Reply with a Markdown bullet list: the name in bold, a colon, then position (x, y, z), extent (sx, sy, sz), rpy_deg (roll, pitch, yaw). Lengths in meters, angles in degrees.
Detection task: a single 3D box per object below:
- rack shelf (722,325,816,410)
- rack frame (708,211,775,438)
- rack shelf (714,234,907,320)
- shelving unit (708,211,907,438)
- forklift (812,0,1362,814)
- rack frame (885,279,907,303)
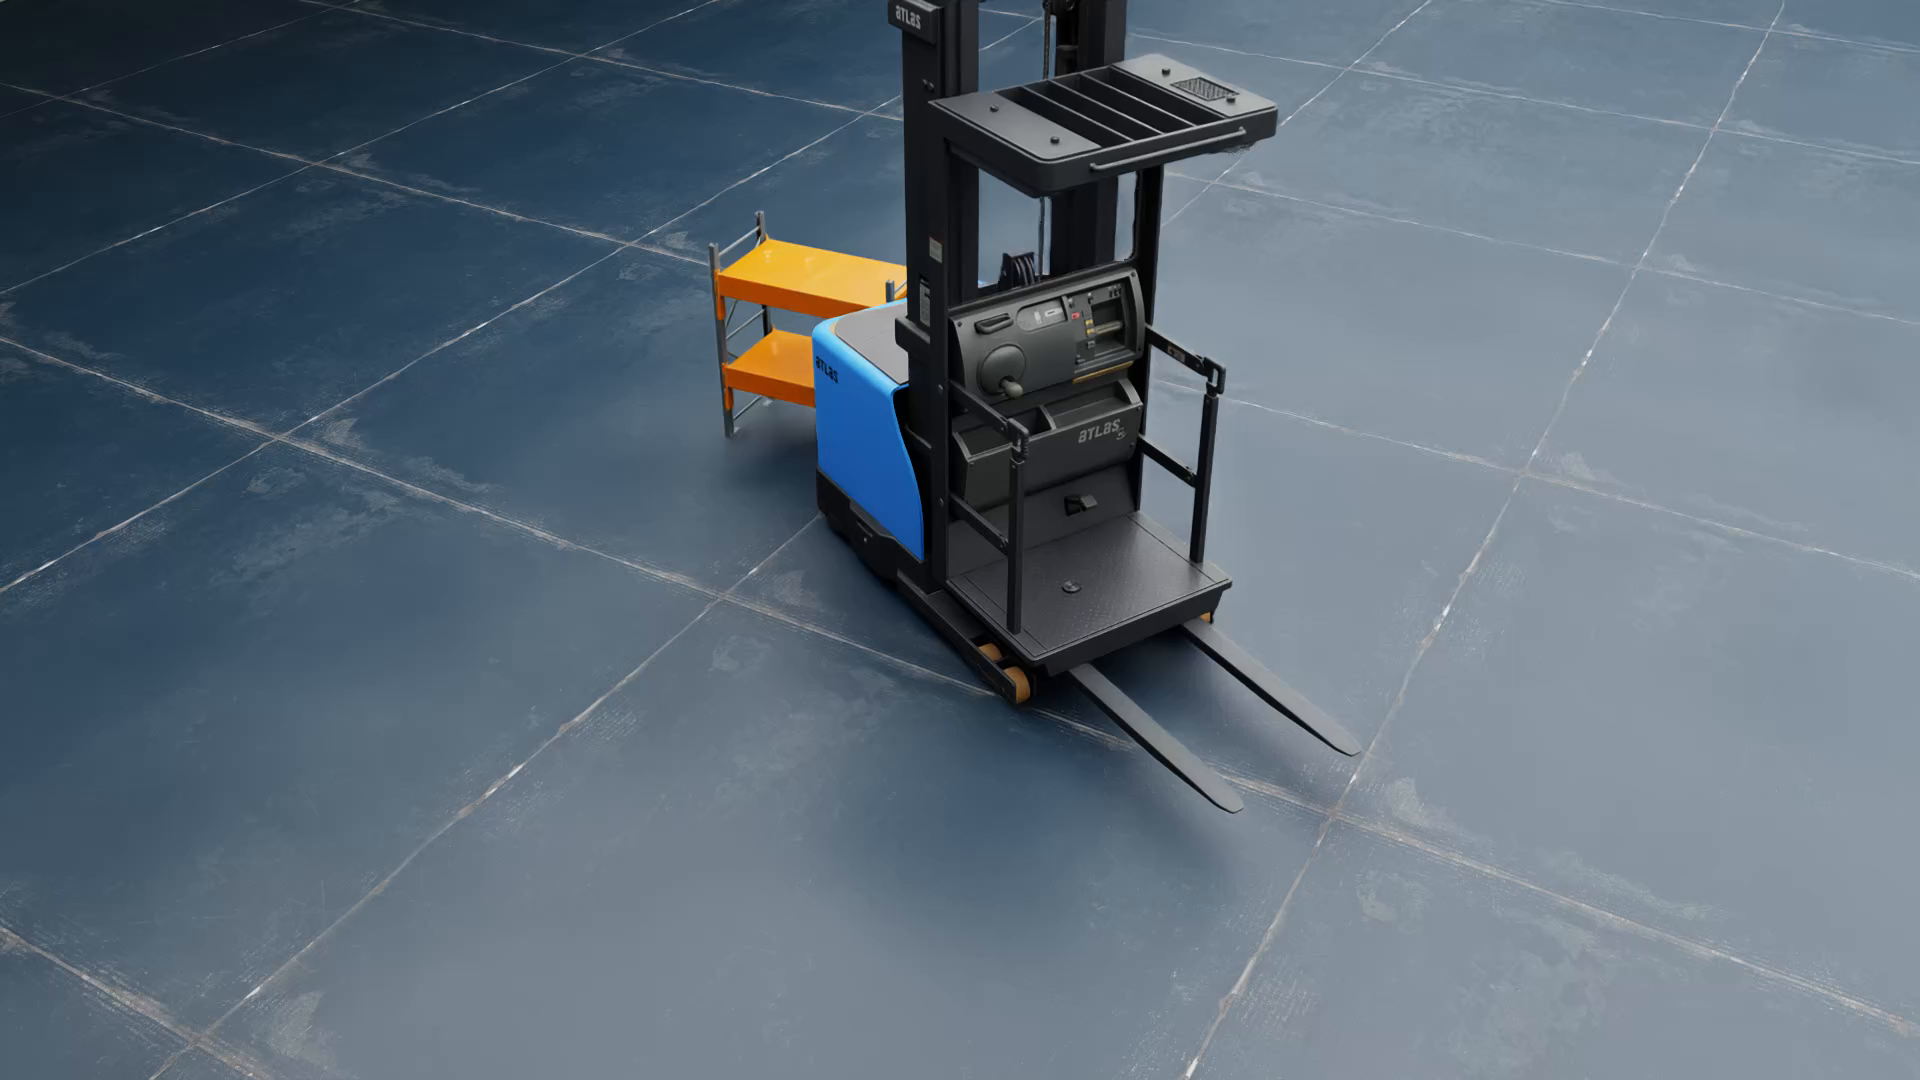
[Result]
- **rack shelf**: position (-0.703, -0.830, 8.923), extent (1.000, 0.278, 0.538), rpy_deg (15, 36, 21)
- **rack frame**: position (-1.162, -1.155, 8.969), extent (0.032, 1.125, 0.500), rpy_deg (15, 36, 21)
- **rack shelf**: position (-0.703, -1.277, 8.625), extent (1.000, 0.278, 0.538), rpy_deg (15, 36, 21)
- **shelving unit**: position (-0.703, -1.034, 8.787), extent (1.048, 1.125, 0.538), rpy_deg (15, 36, 21)
- **forklift**: position (0.499, -0.807, 6.817), extent (1.130, 2.935, 3.031), rpy_deg (-20, 38, -27)
- **rack frame**: position (-0.244, -0.913, 8.605), extent (0.032, 1.125, 0.500), rpy_deg (15, 36, 21)
